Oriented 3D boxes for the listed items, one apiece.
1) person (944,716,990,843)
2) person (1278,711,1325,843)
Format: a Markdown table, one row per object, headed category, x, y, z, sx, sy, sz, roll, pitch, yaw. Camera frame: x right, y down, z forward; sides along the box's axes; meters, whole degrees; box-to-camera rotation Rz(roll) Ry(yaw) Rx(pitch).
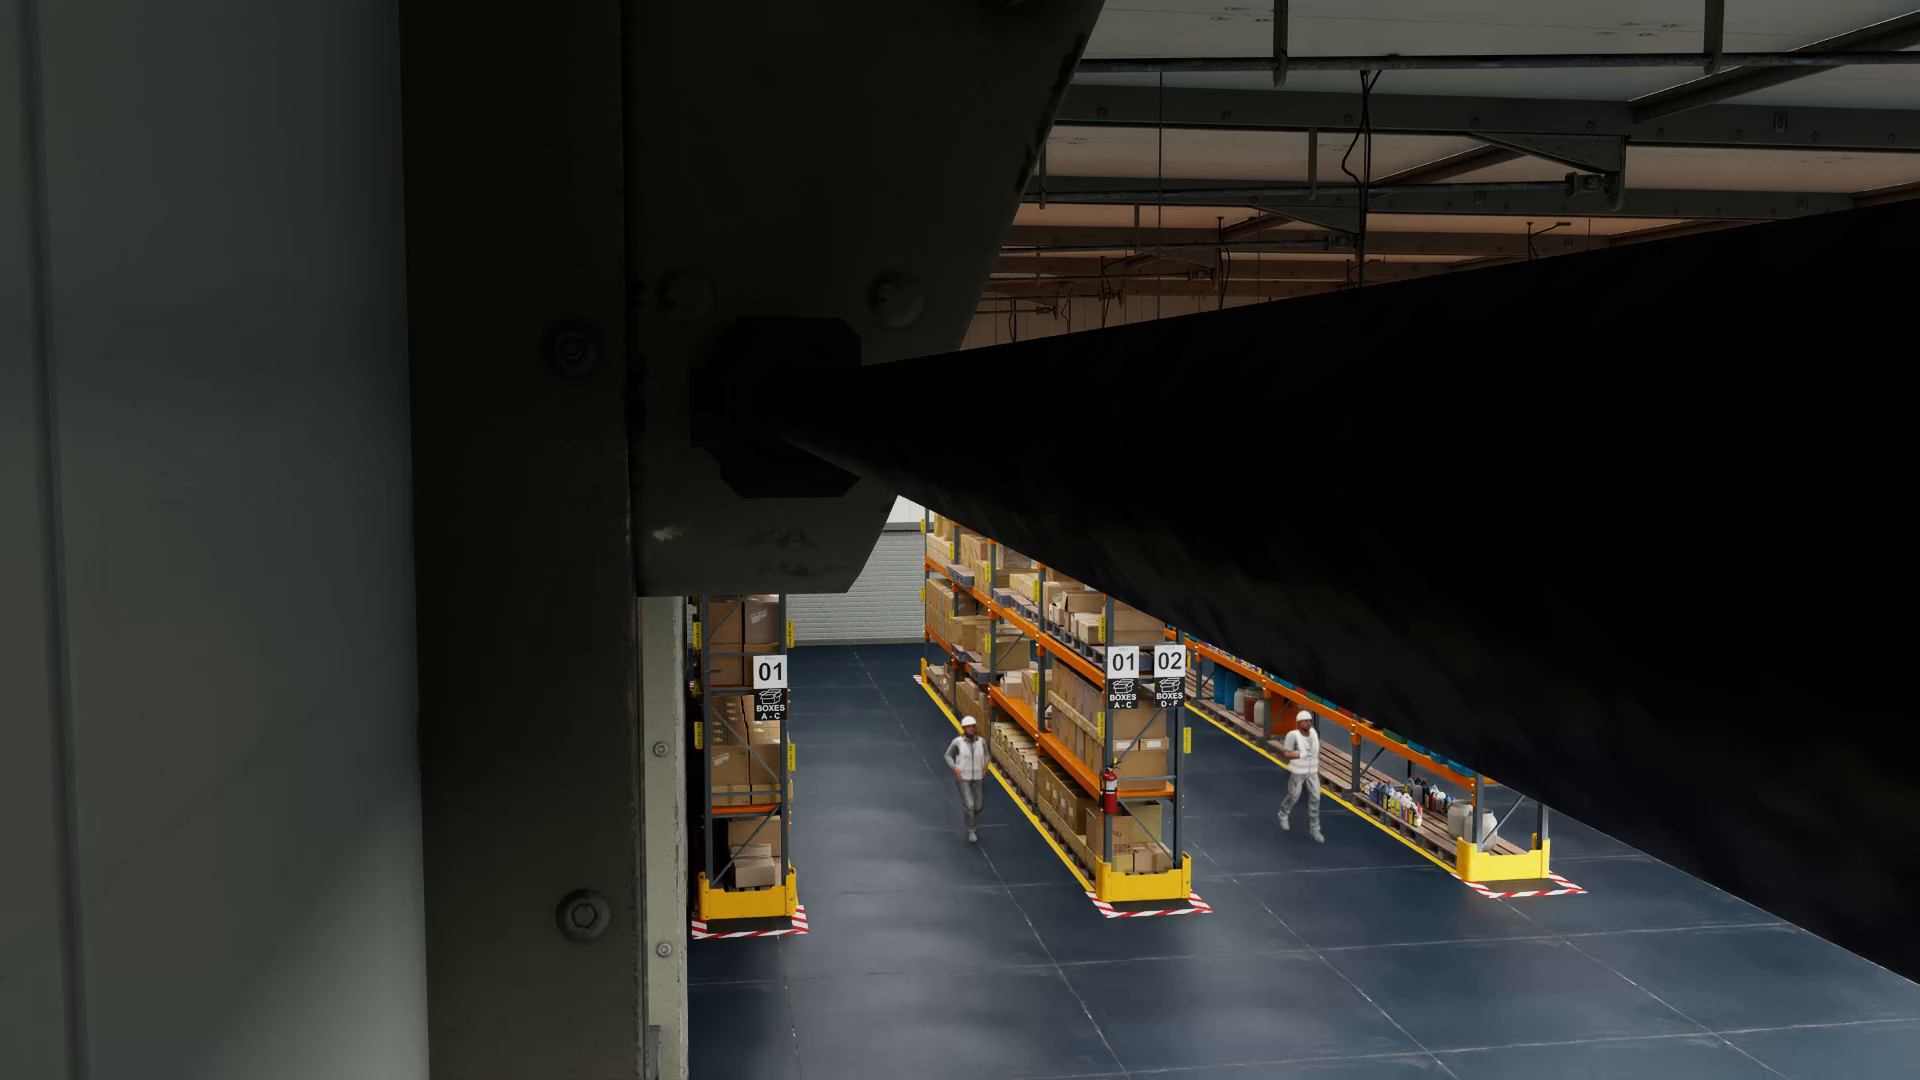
| category | x | y | z | sx | sy | sz | roll | pitch | yaw |
| --- | --- | --- | --- | --- | --- | --- | --- | --- | --- |
| person | 0.112 | 3.377 | 23.715 | 0.670 | 1.753 | 0.687 | -2 | 5 | -17 |
| person | 4.873 | 3.328 | 23.727 | 0.704 | 1.813 | 0.906 | -2 | 5 | -23 |
